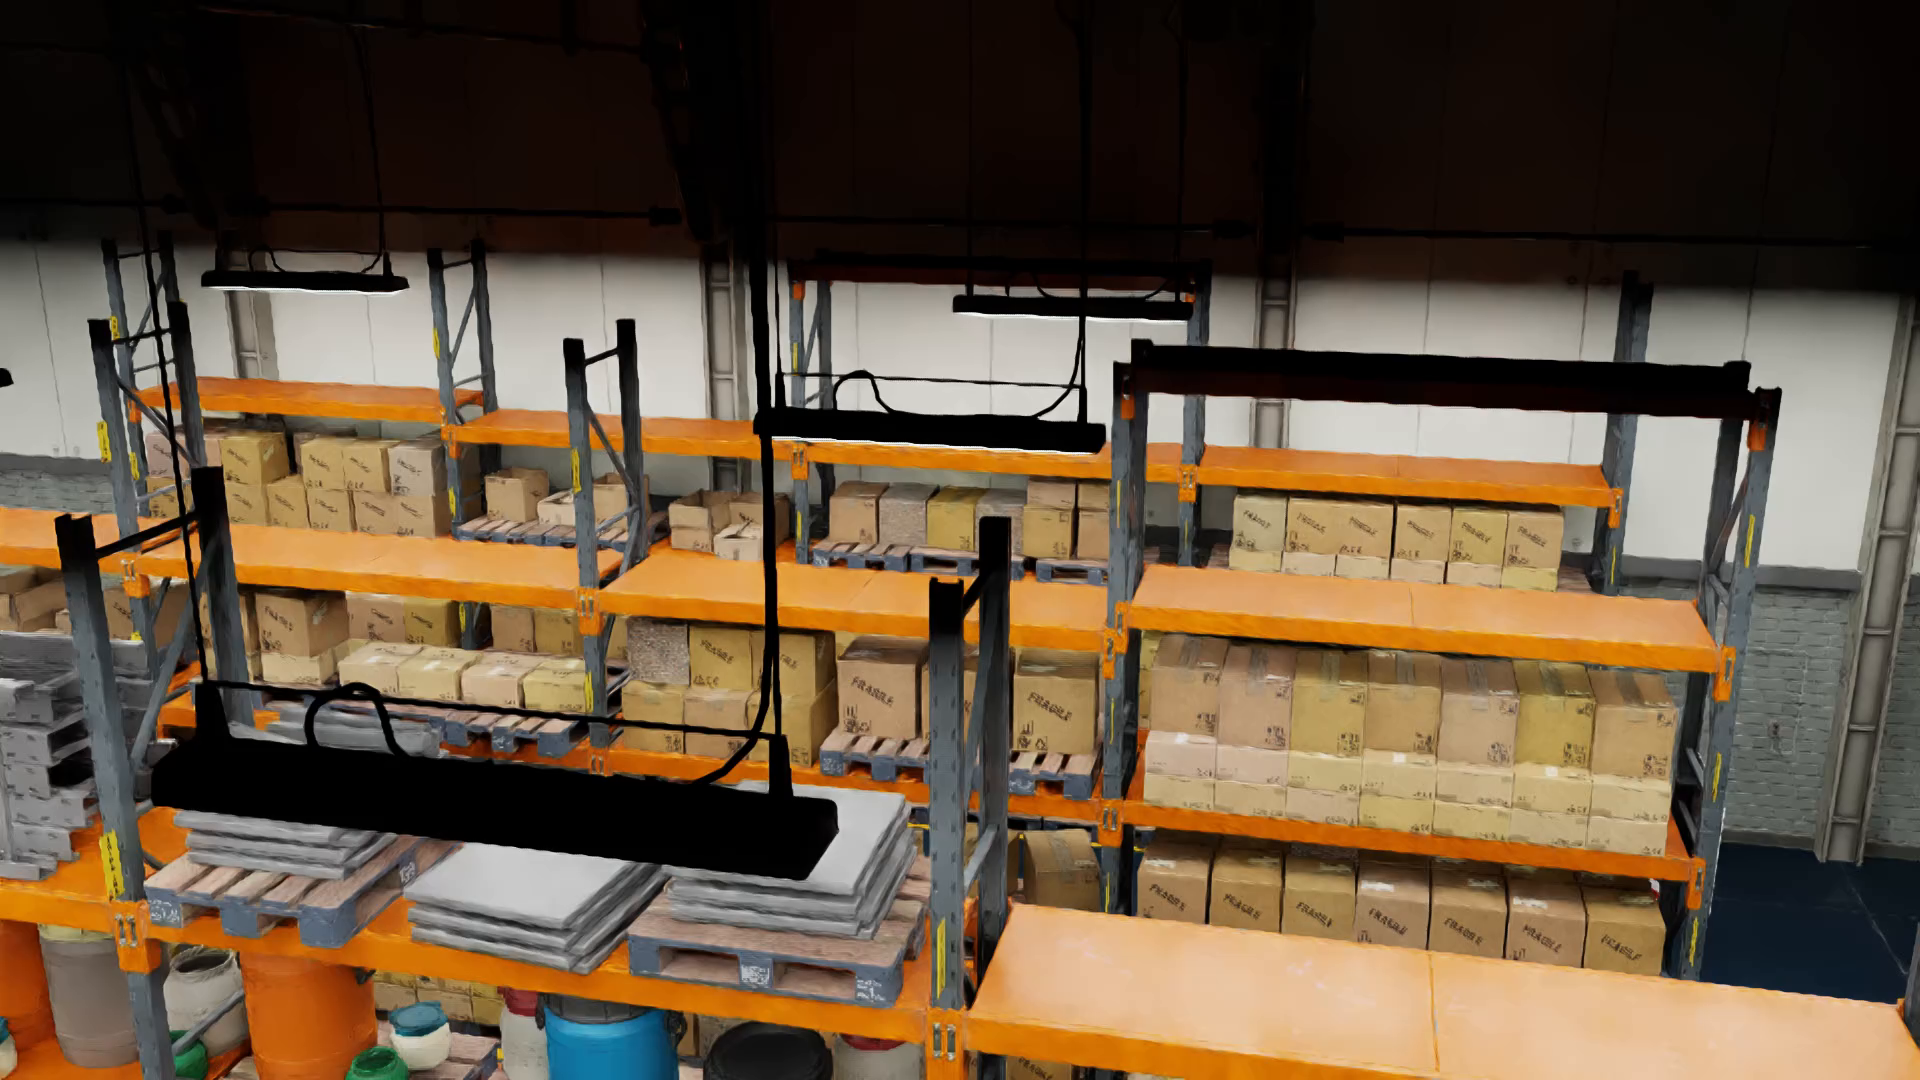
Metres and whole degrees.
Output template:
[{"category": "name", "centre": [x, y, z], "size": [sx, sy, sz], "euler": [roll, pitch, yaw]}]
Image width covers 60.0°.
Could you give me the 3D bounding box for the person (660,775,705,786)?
[{"category": "person", "centre": [-2.916, 2.408, 17.230], "size": [1.018, 1.604, 0.446], "euler": [1, 16, 5]}]
